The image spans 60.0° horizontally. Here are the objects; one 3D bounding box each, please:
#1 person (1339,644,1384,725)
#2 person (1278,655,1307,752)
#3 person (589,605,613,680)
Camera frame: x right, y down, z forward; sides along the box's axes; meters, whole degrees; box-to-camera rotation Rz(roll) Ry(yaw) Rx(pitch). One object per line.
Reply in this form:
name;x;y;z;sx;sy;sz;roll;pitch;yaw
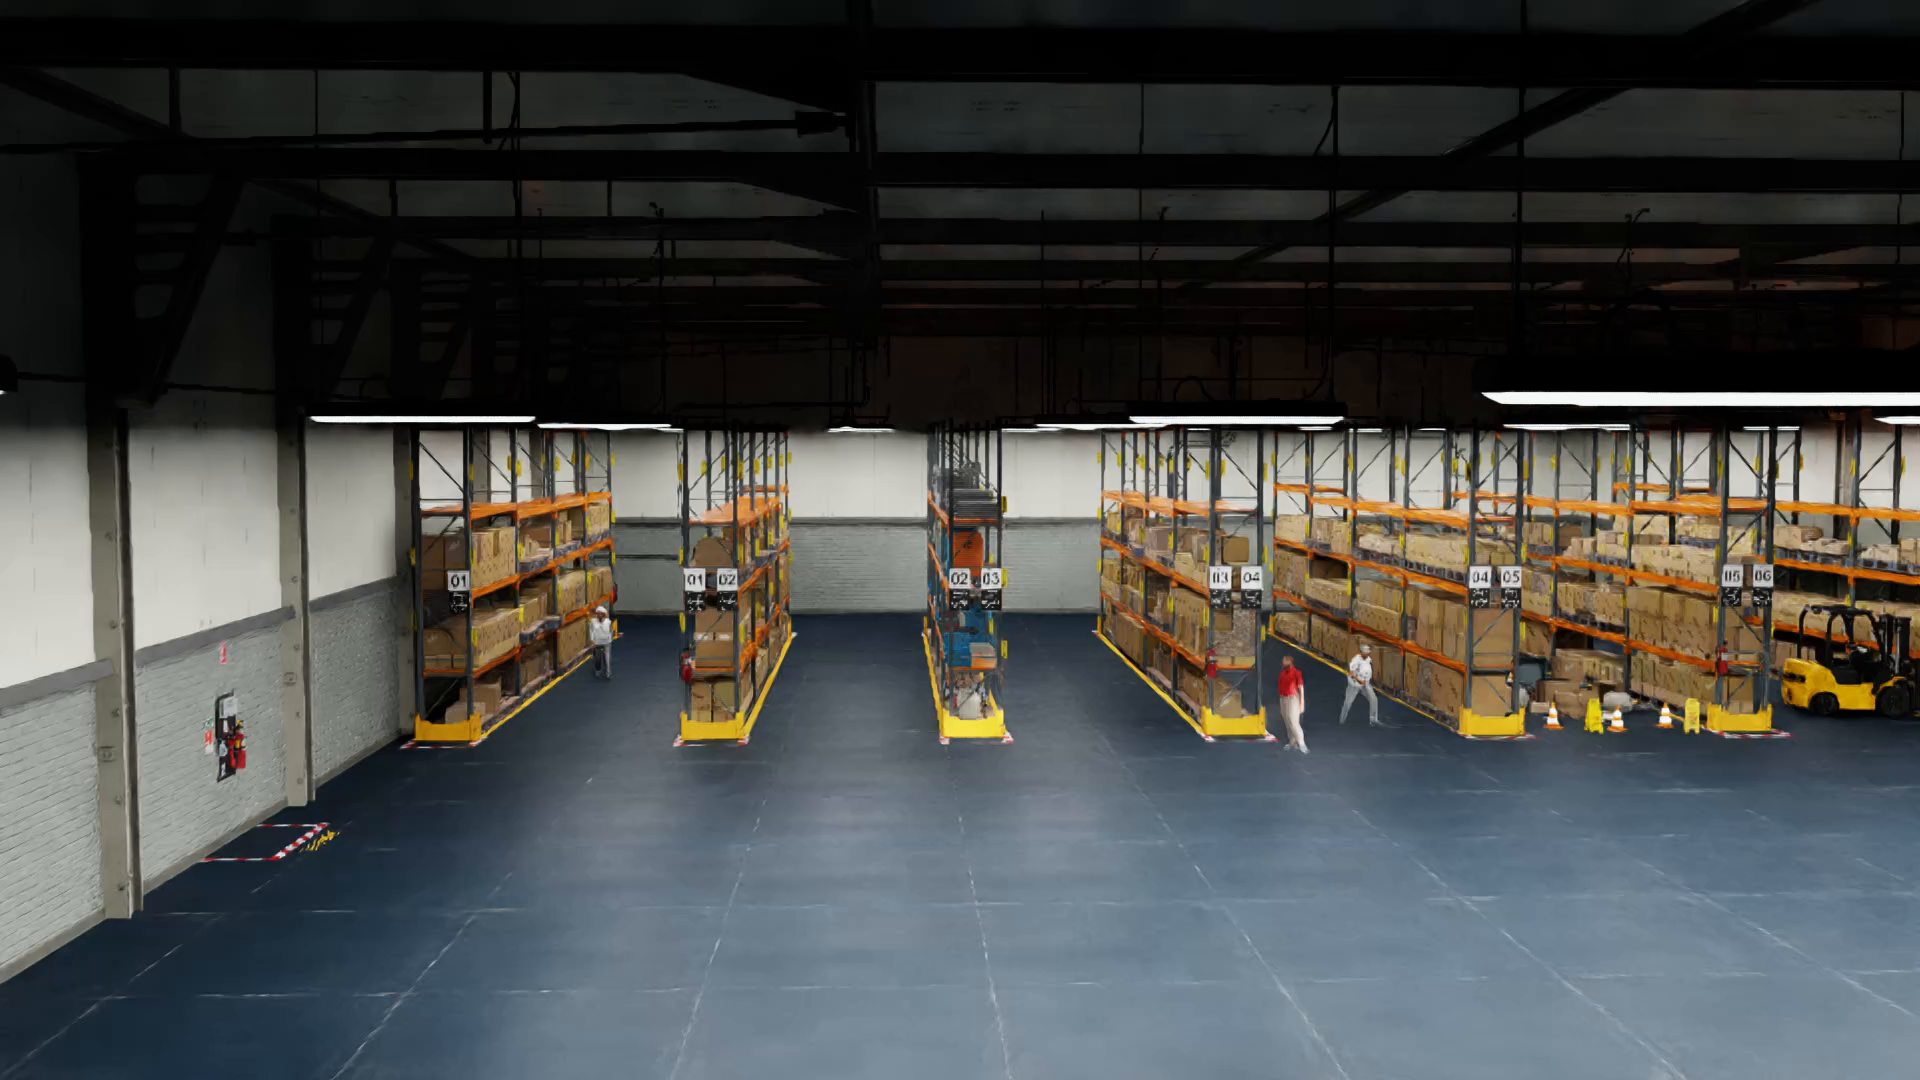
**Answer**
person;7.872;2.825;32.689;0.656;1.597;0.813;-1;4;-19
person;5.998;2.930;30.010;0.438;1.720;0.651;-2;4;-30
person;-8.364;2.376;38.744;0.538;1.715;1.026;-1;4;-11
